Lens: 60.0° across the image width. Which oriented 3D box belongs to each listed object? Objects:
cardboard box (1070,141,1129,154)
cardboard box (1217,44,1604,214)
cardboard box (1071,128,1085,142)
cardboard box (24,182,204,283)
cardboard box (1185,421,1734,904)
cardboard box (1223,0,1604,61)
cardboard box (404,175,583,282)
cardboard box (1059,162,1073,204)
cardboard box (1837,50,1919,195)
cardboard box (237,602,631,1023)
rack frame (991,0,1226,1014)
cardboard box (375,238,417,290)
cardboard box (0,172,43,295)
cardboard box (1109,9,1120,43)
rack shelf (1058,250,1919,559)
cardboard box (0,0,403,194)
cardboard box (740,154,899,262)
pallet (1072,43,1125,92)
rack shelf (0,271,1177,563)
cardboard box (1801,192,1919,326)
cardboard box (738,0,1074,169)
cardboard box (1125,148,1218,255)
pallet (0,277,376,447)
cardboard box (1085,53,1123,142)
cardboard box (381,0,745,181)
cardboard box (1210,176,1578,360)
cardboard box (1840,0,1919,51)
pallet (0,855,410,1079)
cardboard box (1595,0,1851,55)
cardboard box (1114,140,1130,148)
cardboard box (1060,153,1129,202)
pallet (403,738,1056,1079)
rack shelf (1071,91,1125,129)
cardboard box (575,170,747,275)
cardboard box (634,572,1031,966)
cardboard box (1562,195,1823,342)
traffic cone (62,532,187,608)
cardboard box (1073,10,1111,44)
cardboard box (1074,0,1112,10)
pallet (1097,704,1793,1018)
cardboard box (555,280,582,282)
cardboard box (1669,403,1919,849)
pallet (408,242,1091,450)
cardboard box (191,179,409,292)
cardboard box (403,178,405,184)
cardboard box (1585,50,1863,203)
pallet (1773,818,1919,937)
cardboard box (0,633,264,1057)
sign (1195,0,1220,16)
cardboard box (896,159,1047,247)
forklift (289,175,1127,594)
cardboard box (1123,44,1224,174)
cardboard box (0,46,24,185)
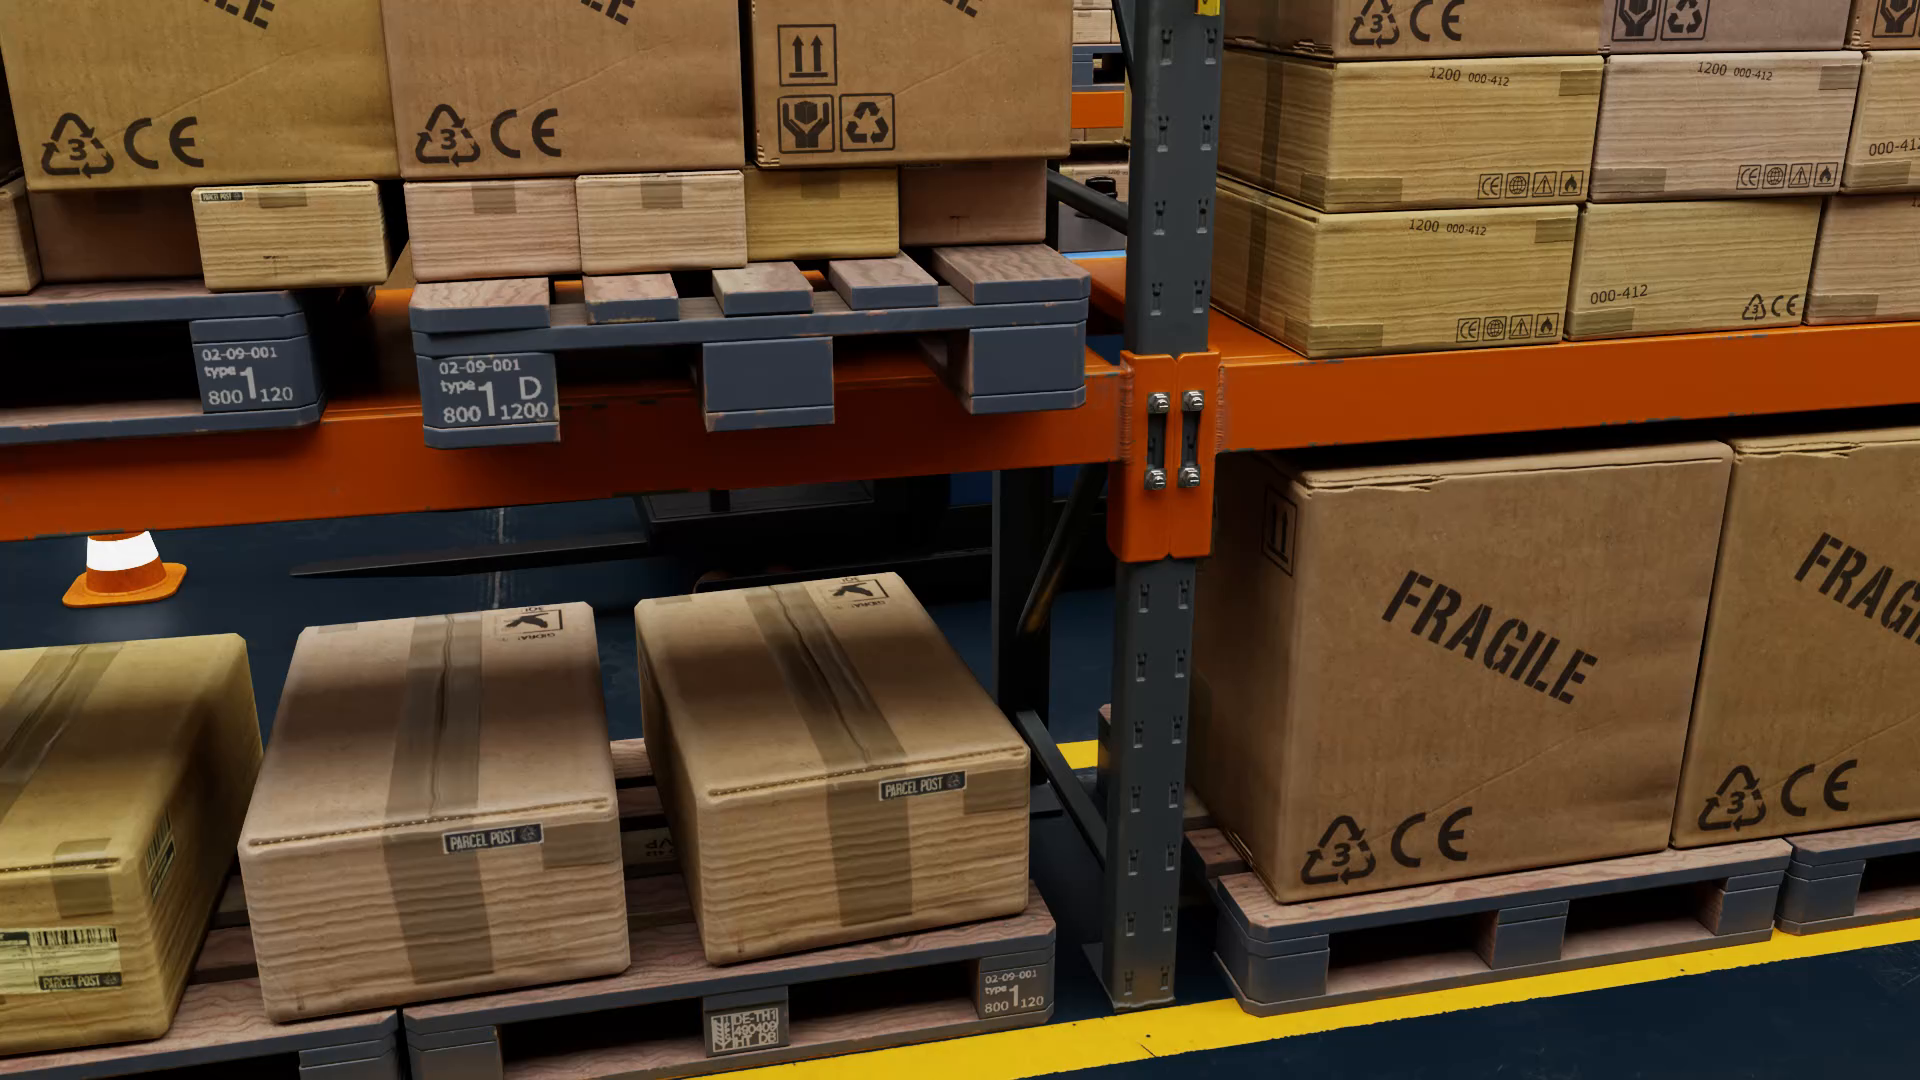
[{"bbox_3d":[0.605,-1.893,8.555,0.500,0.250,0.500,-4,21,-11],"label":"cardboard box"},{"bbox_3d":[0.800,-0.770,3.047,0.500,0.250,0.500,-5,21,-13],"label":"cardboard box"},{"bbox_3d":[0.375,-3.353,13.086,0.875,0.875,1.225,-5,21,-14],"label":"cardboard box"},{"bbox_3d":[-1.279,-0.521,2.630,0.250,0.149,0.380,-4,21,-12],"label":"cardboard box"},{"bbox_3d":[0.941,0.125,3.590,0.875,0.875,0.875,-5,21,-13],"label":"cardboard box"},{"bbox_3d":[0.786,-1.122,2.917,0.500,0.500,0.500,-5,21,-14],"label":"cardboard box"},{"bbox_3d":[-0.741,-0.525,2.642,0.250,0.149,0.380,-6,21,-15],"label":"cardboard box"},{"bbox_3d":[0.233,-1.686,7.991,0.500,0.250,0.500,-5,21,-13],"label":"cardboard box"},{"bbox_3d":[1.791,-0.846,3.254,0.500,0.250,0.500,-5,21,-13],"label":"cardboard box"},{"bbox_3d":[-1.018,0.491,3.323,0.625,0.372,0.950,-5,21,-14],"label":"cardboard box"},{"bbox_3d":[0.250,-0.648,3.223,0.127,3.000,1.000,-5,21,-12],"label":"rack frame"},{"bbox_3d":[-2.451,-1.350,7.798,0.750,0.750,1.050,-4,21,-12],"label":"cardboard box"},{"bbox_3d":[-1.504,-0.474,2.501,0.250,0.149,0.380,-5,21,-14],"label":"cardboard box"},{"bbox_3d":[0.784,-2.450,7.896,0.250,0.149,0.380,-4,21,-12],"label":"cardboard box"},{"bbox_3d":[2.196,-0.469,3.779,4.000,0.370,1.077,-5,21,-12],"label":"rack shelf"},{"bbox_3d":[-1.120,-0.818,2.499,0.500,0.500,0.500,-6,21,-16],"label":"cardboard box"},{"bbox_3d":[-0.259,-0.577,2.784,0.250,0.149,0.380,-4,21,-12],"label":"cardboard box"},{"bbox_3d":[0.930,-2.377,8.223,1.213,0.211,1.003,-5,21,-12],"label":"pallet"},{"bbox_3d":[-1.696,-0.152,2.915,4.000,0.370,1.077,-5,21,-12],"label":"rack shelf"},{"bbox_3d":[1.792,-0.618,3.360,0.500,0.250,0.500,-4,20,-11],"label":"cardboard box"},{"bbox_3d":[-0.128,-0.903,2.730,0.500,0.500,0.500,-5,21,-14],"label":"cardboard box"},{"bbox_3d":[0.683,-0.705,3.596,0.500,0.250,0.500,-5,21,-14],"label":"cardboard box"},{"bbox_3d":[-1.667,-0.388,2.791,1.213,0.211,1.003,-5,21,-12],"label":"pallet"},{"bbox_3d":[1.244,-3.424,13.280,0.875,0.875,1.225,-5,21,-12],"label":"cardboard box"},{"bbox_3d":[-0.629,-0.858,2.609,0.500,0.500,0.500,-5,21,-13],"label":"cardboard box"},{"bbox_3d":[0.784,-0.532,3.125,0.500,0.250,0.500,-5,21,-13],"label":"cardboard box"},{"bbox_3d":[1.774,-1.200,3.131,0.500,0.500,0.500,-4,21,-11],"label":"cardboard box"},{"bbox_3d":[-1.696,0.818,3.275,1.213,0.211,1.003,-5,21,-12],"label":"pallet"},{"bbox_3d":[1.267,-1.164,3.033,0.500,0.500,0.500,-5,21,-12],"label":"cardboard box"},{"bbox_3d":[1.111,-1.937,8.676,0.500,0.250,0.500,-4,20,-10],"label":"cardboard box"},{"bbox_3d":[0.718,-1.721,8.086,0.500,0.250,0.500,-4,21,-12],"label":"cardboard box"},{"bbox_3d":[-0.511,0.722,3.535,1.213,0.211,1.003,-5,21,-12],"label":"pallet"},{"bbox_3d":[0.959,-2.118,8.281,4.000,0.370,1.077,-5,21,-12],"label":"rack shelf"},{"bbox_3d":[-0.494,-0.542,2.689,0.250,0.149,0.380,-5,21,-13],"label":"cardboard box"},{"bbox_3d":[-0.302,0.430,3.490,0.625,0.372,0.950,-6,21,-16],"label":"cardboard box"},{"bbox_3d":[1.280,-0.579,3.252,0.500,0.250,0.500,-5,21,-14],"label":"cardboard box"},{"bbox_3d":[-2.706,-0.065,5.319,0.334,0.463,0.336,-5,21,-12],"label":"traffic cone"},{"bbox_3d":[0.539,-2.431,7.844,0.250,0.149,0.380,-4,20,-11],"label":"cardboard box"},{"bbox_3d":[0.540,-2.571,7.794,0.250,0.149,0.380,-5,21,-12],"label":"cardboard box"},{"bbox_3d":[1.035,0.624,3.804,1.213,0.211,1.003,-5,21,-12],"label":"pallet"},{"bbox_3d":[-1.601,-1.420,7.990,0.750,0.750,1.050,-5,21,-13],"label":"cardboard box"},{"bbox_3d":[1.810,0.056,3.779,0.875,0.875,0.875,-4,21,-12],"label":"cardboard box"},{"bbox_3d":[-0.419,-0.466,3.005,1.003,0.211,1.213,-5,21,-12],"label":"pallet"},{"bbox_3d":[-1.005,-0.499,2.570,0.250,0.149,0.380,-4,21,-12],"label":"cardboard box"},{"bbox_3d":[-0.941,-0.732,3.206,0.250,0.149,0.380,-5,21,-12],"label":"cardboard box"},{"bbox_3d":[1.303,-0.811,3.158,0.500,0.250,0.500,-4,21,-11],"label":"cardboard box"},{"bbox_3d":[2.220,0.529,4.065,1.213,0.211,1.003,-5,21,-12],"label":"pallet"},{"bbox_3d":[-1.758,0.549,3.165,0.625,0.372,0.950,-4,20,-11],"label":"cardboard box"},{"bbox_3d":[0.384,-0.974,2.544,0.005,0.325,0.100,-5,21,-12],"label":"sign"},{"bbox_3d":[-0.015,-0.623,2.908,0.250,0.149,0.380,-4,20,-10],"label":"cardboard box"},{"bbox_3d":[-0.606,-1.316,5.147,3.031,2.935,1.130,-6,21,-15],"label":"forklift"},{"bbox_3d":[0.663,-0.936,3.500,0.500,0.250,0.500,-5,21,-13],"label":"cardboard box"},{"bbox_3d":[-1.651,-0.775,2.381,0.500,0.500,0.500,-6,21,-15],"label":"cardboard box"}]
